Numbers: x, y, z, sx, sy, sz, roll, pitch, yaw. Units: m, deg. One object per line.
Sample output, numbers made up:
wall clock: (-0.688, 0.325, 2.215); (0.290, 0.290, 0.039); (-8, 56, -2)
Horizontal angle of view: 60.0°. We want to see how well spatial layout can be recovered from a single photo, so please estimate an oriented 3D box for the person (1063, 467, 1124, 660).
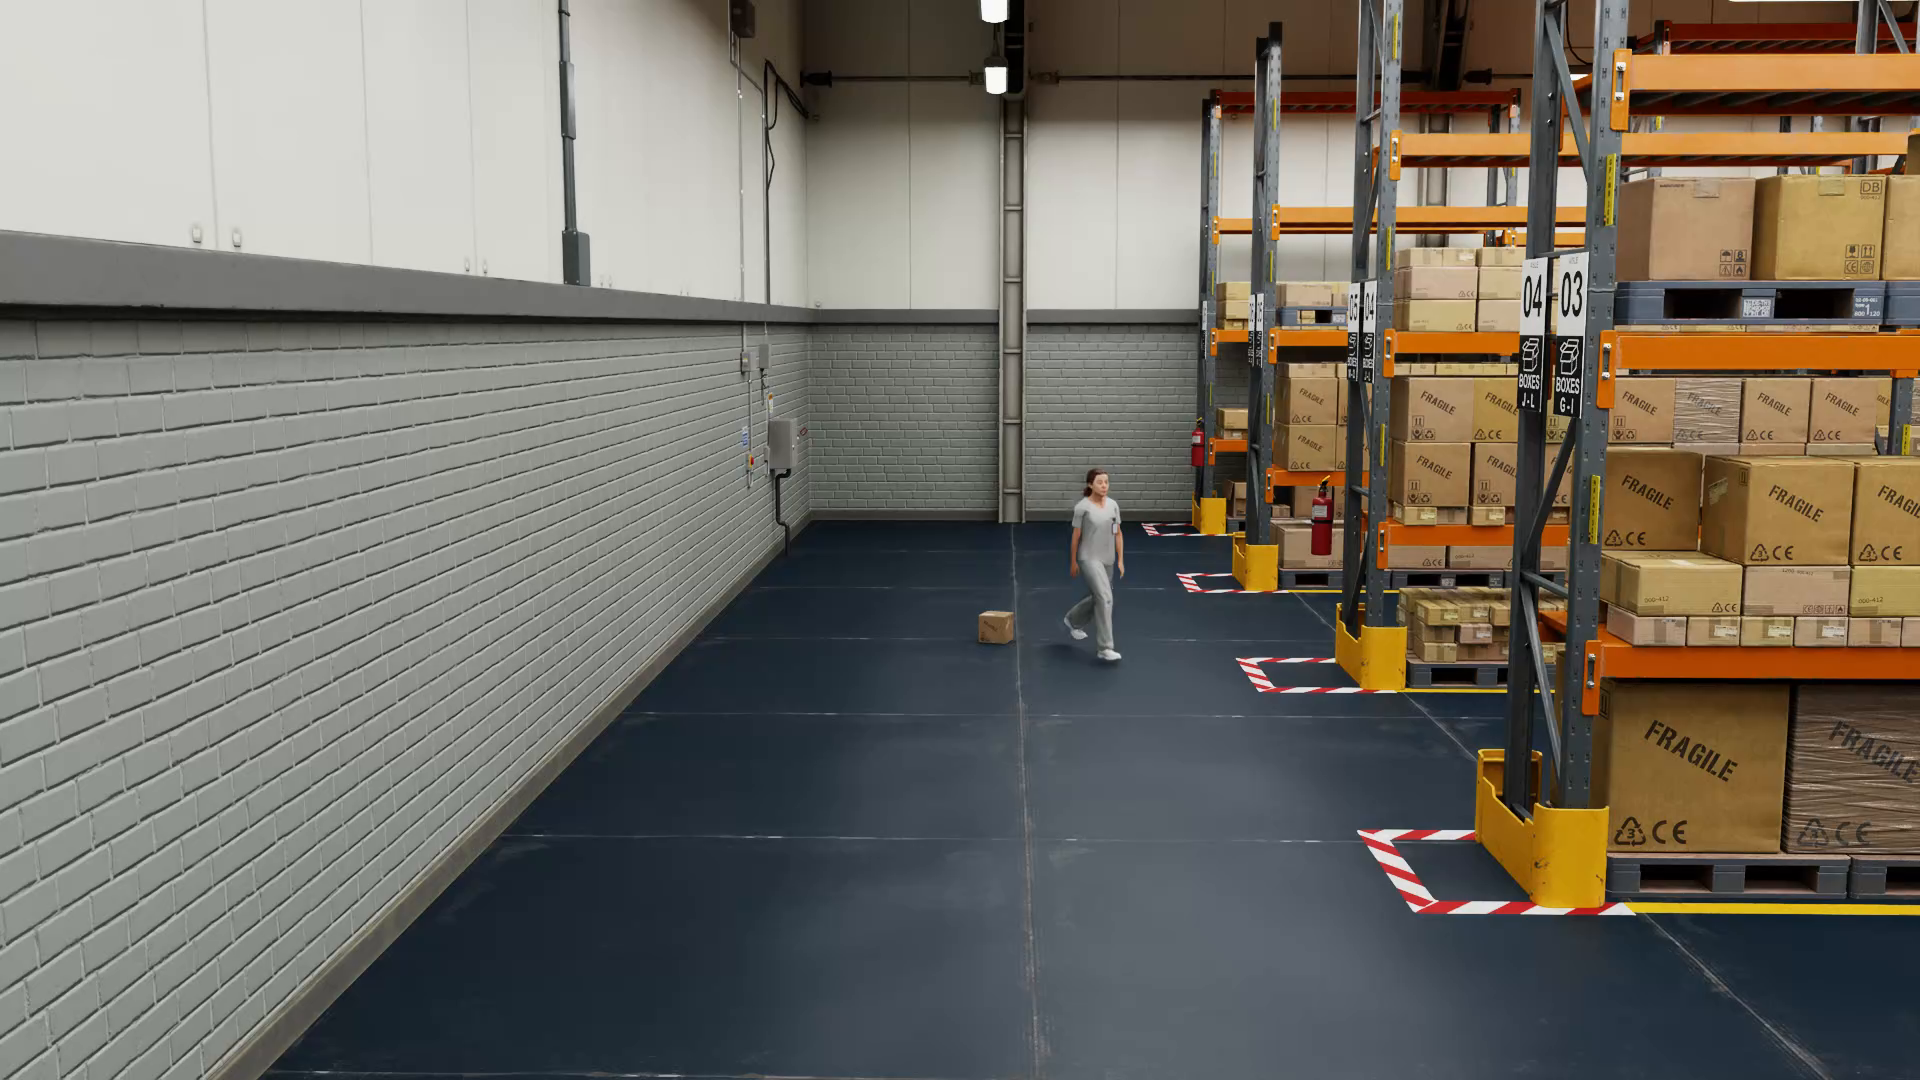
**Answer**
person: (1.158, 0.172, 14.392); (0.447, 1.615, 0.995); (-5, 9, -32)
